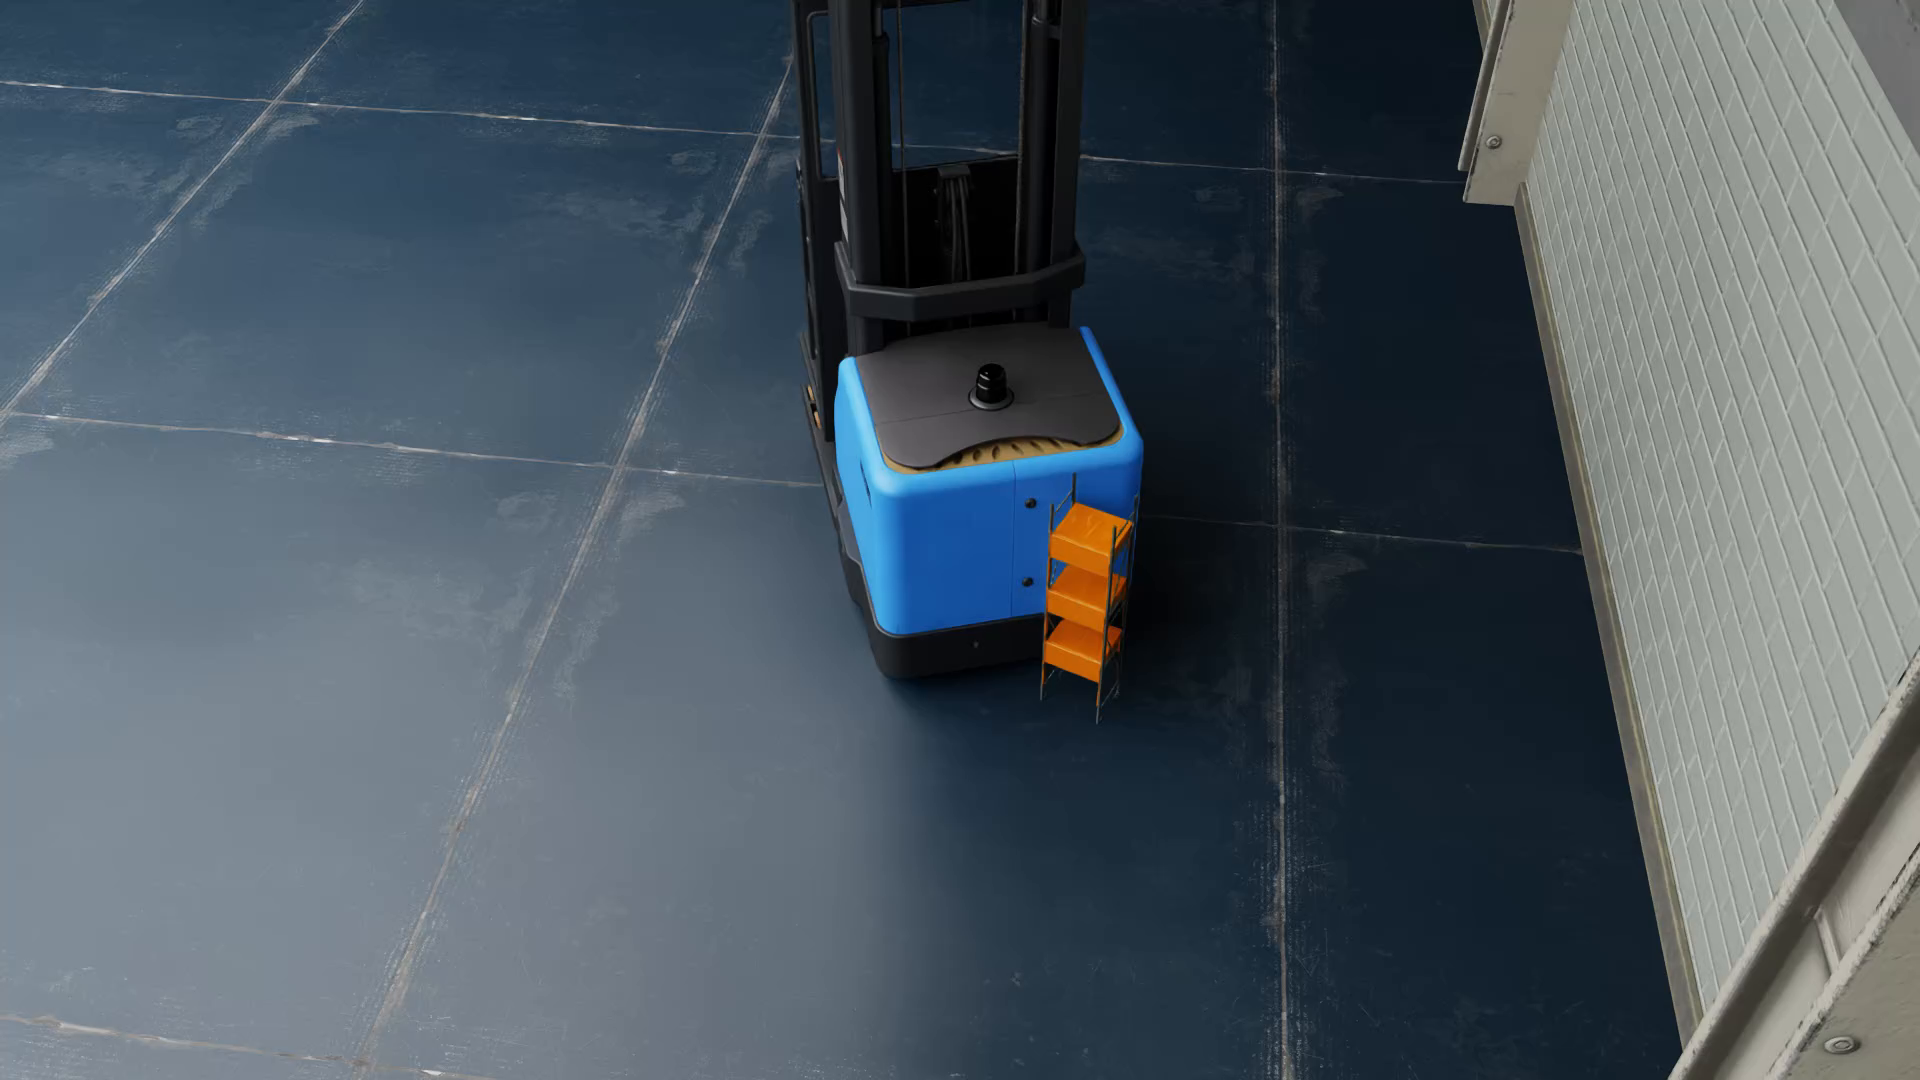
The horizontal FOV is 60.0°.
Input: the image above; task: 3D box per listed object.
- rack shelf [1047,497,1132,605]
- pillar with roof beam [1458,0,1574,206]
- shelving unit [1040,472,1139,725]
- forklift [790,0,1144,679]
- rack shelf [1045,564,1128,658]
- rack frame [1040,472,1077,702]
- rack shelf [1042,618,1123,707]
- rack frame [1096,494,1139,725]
[{"bbox_3d":[0.475,0.040,6.047,0.240,0.259,0.215,21,47,20],"label":"rack shelf"},{"bbox_3d":[-1.292,-5.655,6.677,9.100,9.000,0.400,5,44,6],"label":"pillar with roof beam"},{"bbox_3d":[0.475,0.238,6.235,0.252,1.050,0.215,21,47,20],"label":"shelving unit"},{"bbox_3d":[-0.125,-1.543,6.748,1.130,2.935,3.031,-9,44,-9],"label":"forklift"},{"bbox_3d":[0.475,0.246,6.242,0.240,0.259,0.215,21,47,20],"label":"rack shelf"},{"bbox_3d":[0.368,0.198,6.278,0.008,1.050,0.200,21,47,20],"label":"rack frame"},{"bbox_3d":[0.475,0.448,6.433,0.240,0.259,0.215,21,47,20],"label":"rack shelf"},{"bbox_3d":[0.582,0.279,6.192,0.008,1.050,0.200,21,47,20],"label":"rack frame"}]
